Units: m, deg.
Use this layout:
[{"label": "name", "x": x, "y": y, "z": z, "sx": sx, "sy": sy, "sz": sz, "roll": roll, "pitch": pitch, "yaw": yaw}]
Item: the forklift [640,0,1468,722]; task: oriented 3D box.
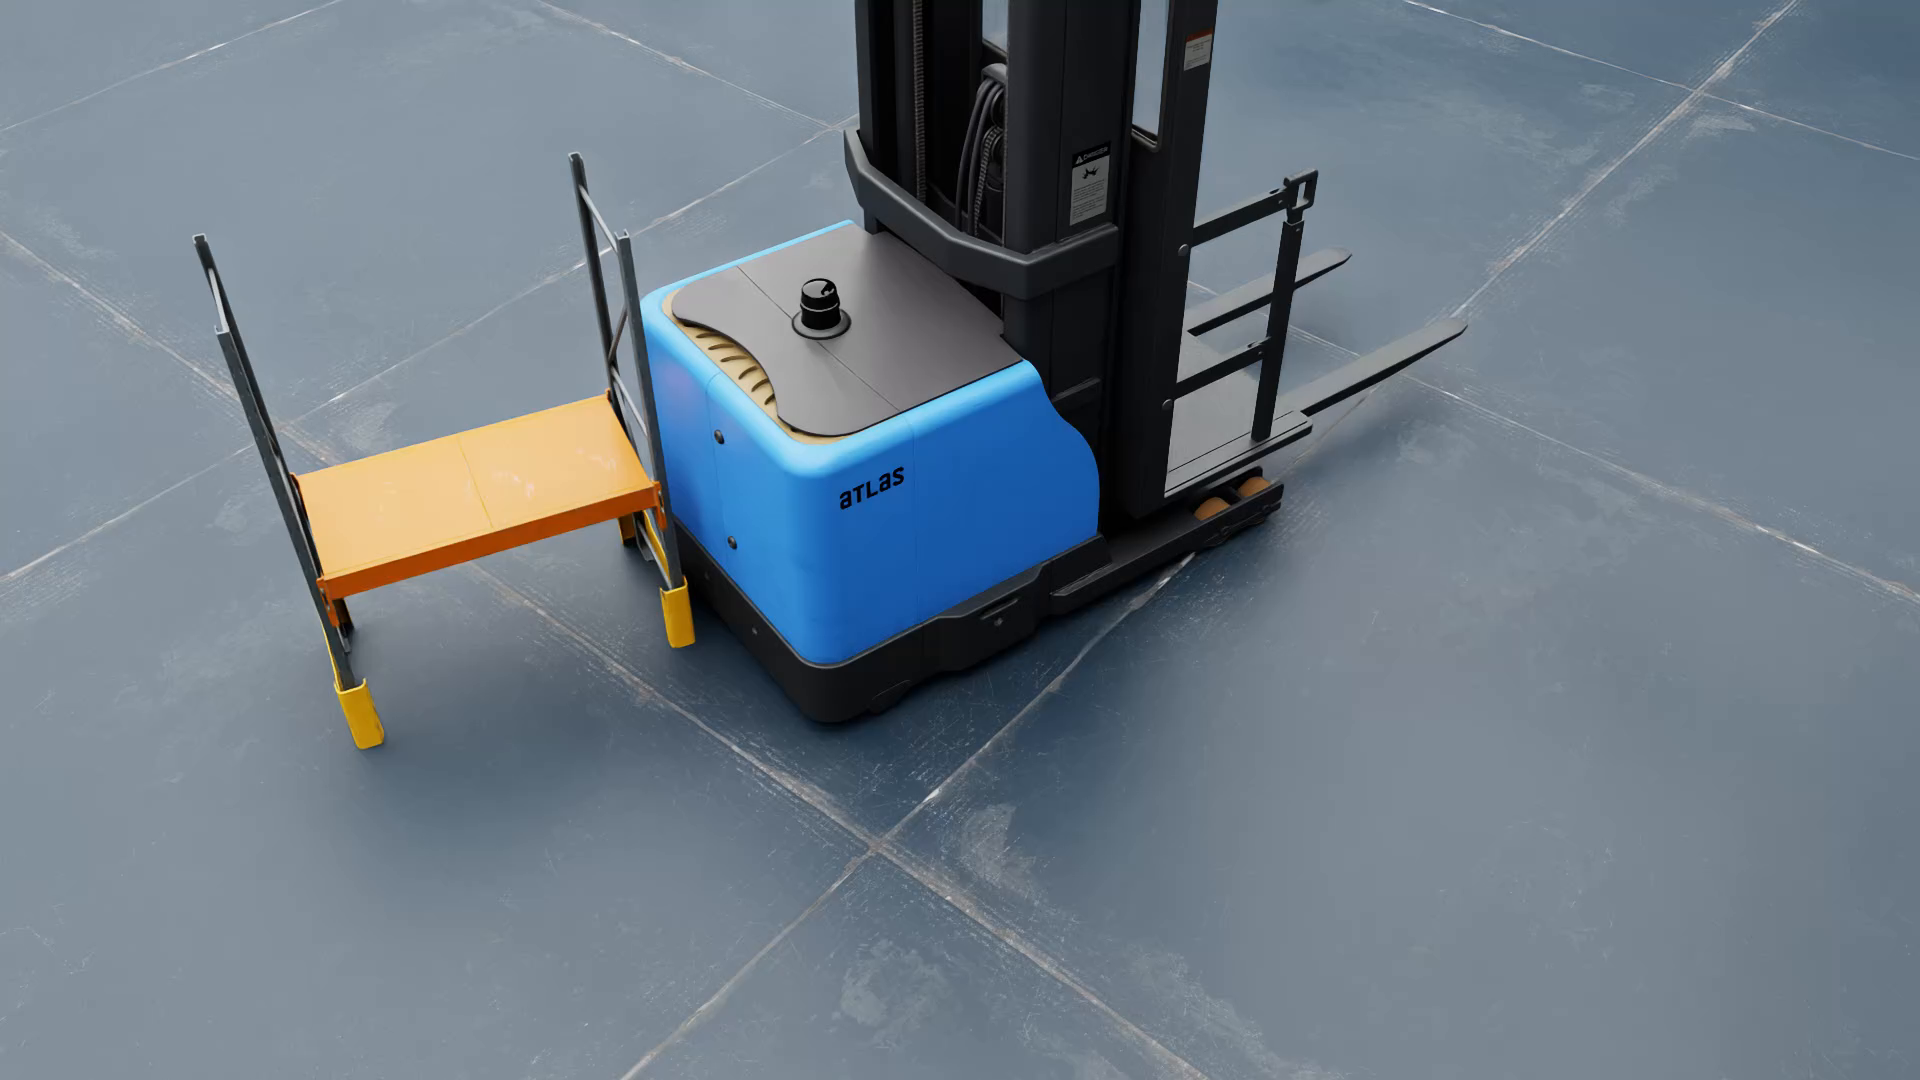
[{"label": "forklift", "x": 0.508, "y": -1.329, "z": 5.033, "sx": 3.031, "sy": 2.935, "sz": 1.130, "roll": -26, "pitch": 48, "yaw": -25}]

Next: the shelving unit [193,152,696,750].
[{"label": "shelving unit", "x": -1.463, "y": -0.247, "z": 4.907, "sx": 1.083, "sy": 1.500, "sz": 0.587, "roll": -18, "pitch": 45, "yaw": -18}]

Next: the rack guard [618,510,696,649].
[{"label": "rack guard", "x": -1.012, "y": 0.072, "z": 5.485, "sx": 0.087, "sy": 0.250, "sz": 0.587, "roll": -18, "pitch": 45, "yaw": -18}]

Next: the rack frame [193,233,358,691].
[{"label": "rack frame", "x": -1.914, "y": -0.104, "z": 4.750, "sx": 0.032, "sy": 1.500, "sz": 0.500, "roll": -18, "pitch": 45, "yaw": -18}]

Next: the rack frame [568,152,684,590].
[{"label": "rack frame", "x": -0.995, "y": -0.396, "z": 5.070, "sx": 0.032, "sy": 1.500, "sz": 0.500, "roll": -18, "pitch": 45, "yaw": -18}]

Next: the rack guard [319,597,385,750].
[{"label": "rack guard", "x": -1.913, "y": 0.358, "z": 5.171, "sx": 0.087, "sy": 0.250, "sz": 0.587, "roll": -18, "pitch": 45, "yaw": -18}]

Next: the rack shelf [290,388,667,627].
[{"label": "rack shelf", "x": -1.455, "y": -0.117, "z": 5.031, "sx": 1.000, "sy": 0.185, "sz": 0.538, "roll": -18, "pitch": 45, "yaw": -18}]
